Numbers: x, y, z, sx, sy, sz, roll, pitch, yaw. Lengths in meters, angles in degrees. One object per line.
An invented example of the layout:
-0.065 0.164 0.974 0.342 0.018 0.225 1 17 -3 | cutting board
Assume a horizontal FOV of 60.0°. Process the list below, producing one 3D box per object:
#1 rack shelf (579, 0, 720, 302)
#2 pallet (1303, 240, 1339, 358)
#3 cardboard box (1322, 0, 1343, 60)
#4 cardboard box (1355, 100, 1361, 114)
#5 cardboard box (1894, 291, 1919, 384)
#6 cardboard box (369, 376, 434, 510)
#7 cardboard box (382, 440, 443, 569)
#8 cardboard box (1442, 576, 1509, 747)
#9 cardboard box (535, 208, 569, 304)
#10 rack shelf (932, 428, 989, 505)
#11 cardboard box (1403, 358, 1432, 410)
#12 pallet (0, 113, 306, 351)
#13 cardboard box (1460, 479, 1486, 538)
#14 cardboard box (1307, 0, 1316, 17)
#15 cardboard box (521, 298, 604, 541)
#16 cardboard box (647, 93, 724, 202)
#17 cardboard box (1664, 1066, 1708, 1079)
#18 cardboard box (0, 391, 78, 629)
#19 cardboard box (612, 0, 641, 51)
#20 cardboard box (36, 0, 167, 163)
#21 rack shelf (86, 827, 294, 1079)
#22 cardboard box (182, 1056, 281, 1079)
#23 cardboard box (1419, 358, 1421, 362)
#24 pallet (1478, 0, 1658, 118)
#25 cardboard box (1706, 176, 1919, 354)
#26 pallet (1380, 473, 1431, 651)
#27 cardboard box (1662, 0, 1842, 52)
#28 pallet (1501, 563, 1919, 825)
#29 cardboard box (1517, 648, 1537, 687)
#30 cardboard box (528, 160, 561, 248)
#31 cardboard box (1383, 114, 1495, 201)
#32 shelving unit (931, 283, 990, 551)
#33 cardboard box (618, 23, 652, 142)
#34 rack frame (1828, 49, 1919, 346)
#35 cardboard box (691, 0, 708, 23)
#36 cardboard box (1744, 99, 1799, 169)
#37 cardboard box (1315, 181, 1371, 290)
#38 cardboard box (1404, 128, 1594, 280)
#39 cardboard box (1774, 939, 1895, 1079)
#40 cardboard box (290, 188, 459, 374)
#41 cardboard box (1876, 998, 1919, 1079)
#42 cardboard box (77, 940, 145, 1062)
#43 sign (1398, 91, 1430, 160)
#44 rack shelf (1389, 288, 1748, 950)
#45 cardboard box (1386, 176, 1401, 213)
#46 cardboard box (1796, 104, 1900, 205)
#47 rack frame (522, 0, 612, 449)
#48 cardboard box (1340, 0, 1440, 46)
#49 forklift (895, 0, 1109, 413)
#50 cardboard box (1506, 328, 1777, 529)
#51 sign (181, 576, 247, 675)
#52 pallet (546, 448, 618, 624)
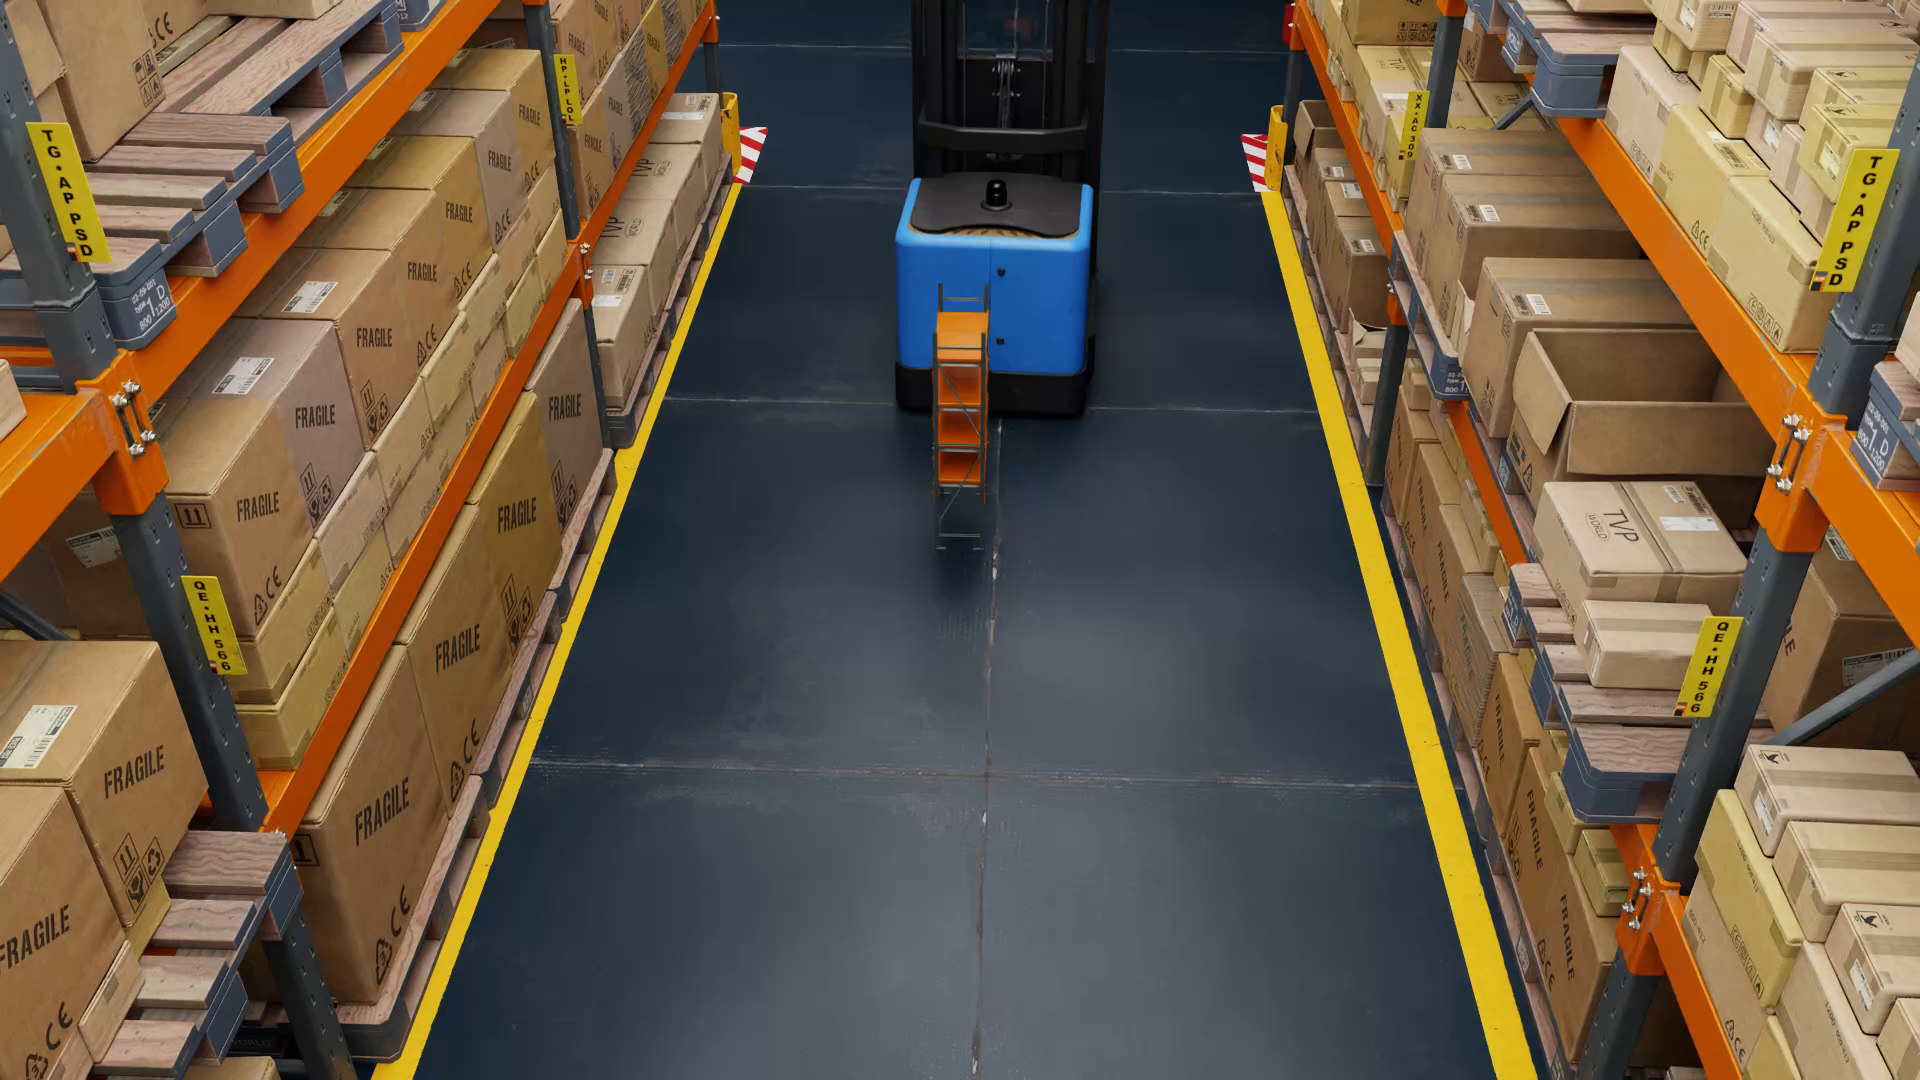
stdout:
-2.267 -2.491 9.811 1.077 0.370 4.000 1 35 2 | rack shelf
2.687 -1.480 10.173 1.003 0.211 1.213 1 35 2 | pallet
2.448 -3.047 9.848 0.500 0.250 0.500 1 35 1 | cardboard box
2.453 -2.496 9.411 0.380 0.149 0.250 1 35 2 | cardboard box
2.134 -0.377 3.319 0.380 0.166 0.250 1 35 2 | cardboard box
-2.187 -0.350 5.834 0.500 0.250 0.500 1 35 2 | cardboard box
-2.207 -0.149 5.983 0.500 0.250 0.500 2 35 3 | cardboard box
2.305 0.491 6.752 0.500 0.500 0.500 0 35 0 | cardboard box
-2.114 -1.311 7.638 0.500 0.250 0.500 1 35 1 | cardboard box
0.007 -0.369 8.193 0.258 0.148 0.480 1 35 2 | rack shelf
2.332 -0.738 7.936 0.380 0.149 0.250 3 35 4 | cardboard box
-2.535 -0.859 4.419 1.213 0.211 1.003 3 35 4 | pallet
2.354 -0.129 7.070 0.380 0.149 0.250 1 35 2 | cardboard box
2.486 -3.537 10.892 0.380 0.149 0.250 1 35 2 | cardboard box
-2.293 -0.581 7.950 0.875 0.875 0.875 2 35 3 | cardboard box
-2.113 -2.676 11.313 0.875 0.438 0.875 0 35 0 | cardboard box
2.413 1.932 4.592 0.875 0.625 0.625 2 35 3 | cardboard box
-2.749 -0.091 4.814 0.500 0.500 0.500 0 35 1 | cardboard box
-2.028 -2.938 8.866 0.500 0.500 0.500 2 35 3 | cardboard box
-2.658 -1.351 4.503 0.700 0.500 0.500 0 35 0 | cardboard box
-2.589 2.105 3.271 1.077 0.370 4.000 1 35 2 | rack shelf
-2.541 1.890 4.873 0.950 0.372 0.625 -1 35 -1 | cardboard box
2.393 -0.859 7.849 0.380 0.149 0.250 1 35 1 | cardboard box
2.477 -1.705 5.622 1.213 0.211 1.003 1 35 2 | pallet
2.230 -0.692 4.148 0.500 0.250 0.500 0 35 0 | cardboard box
2.617 0.085 7.945 1.003 0.211 1.213 1 35 2 | pallet
2.214 -1.481 4.665 0.380 0.149 0.250 1 35 1 | cardboard box
2.409 0.462 5.151 1.213 0.211 1.003 1 35 2 | pallet
2.318 0.469 6.219 0.380 0.149 0.250 1 35 1 | cardboard box
-2.122 -1.520 7.500 0.500 0.250 0.500 1 35 2 | cardboard box
2.389 -1.882 8.191 0.500 0.250 0.500 2 35 3 | cardboard box
0.007 -0.586 8.040 0.258 1.200 0.503 1 35 2 | shelving unit
-2.016 -2.515 9.133 0.500 0.500 0.500 2 35 2 | cardboard box
2.452 -1.680 2.814 1.000 3.000 0.127 1 35 2 | rack frame
-1.942 -3.692 10.808 0.500 0.500 0.500 2 35 2 | cardboard box
2.291 -1.063 4.328 0.380 0.149 0.250 2 35 3 | cardboard box
2.459 -1.830 10.054 0.500 0.500 0.500 2 35 3 | cardboard box
2.369 -1.464 7.272 0.700 0.500 0.500 2 35 3 | cardboard box
2.168 1.168 3.675 0.500 0.250 0.500 2 35 3 | cardboard box
-2.174 -0.938 6.019 0.500 0.500 0.500 2 35 3 | cardboard box
2.153 1.097 3.430 0.380 0.149 0.250 2 35 2 | cardboard box
-2.190 1.088 3.946 0.380 0.149 0.250 1 35 1 | cardboard box
2.070 -1.886 7.572 0.100 0.325 0.005 1 35 2 | sign
2.532 -0.080 6.381 1.077 0.370 4.000 1 35 2 | rack shelf
2.362 -1.760 8.364 0.380 0.149 0.250 2 35 3 | cardboard box
2.170 -0.881 3.811 0.380 0.149 0.250 2 35 3 | cardboard box
-2.348 -1.636 7.969 1.000 3.000 0.127 1 35 2 | rack frame
2.426 -3.073 9.233 0.500 0.500 0.500 2 35 3 | cardboard box
0.296 -2.722 9.574 1.130 2.935 3.031 3 35 4 | forklift
2.332 -0.382 5.729 0.797 0.503 0.637 1 35 1 | cardboard box
-1.966 0.228 4.379 0.100 0.325 0.005 1 35 2 | sign
-2.303 -0.050 8.138 1.003 0.211 1.213 1 35 2 | pallet
